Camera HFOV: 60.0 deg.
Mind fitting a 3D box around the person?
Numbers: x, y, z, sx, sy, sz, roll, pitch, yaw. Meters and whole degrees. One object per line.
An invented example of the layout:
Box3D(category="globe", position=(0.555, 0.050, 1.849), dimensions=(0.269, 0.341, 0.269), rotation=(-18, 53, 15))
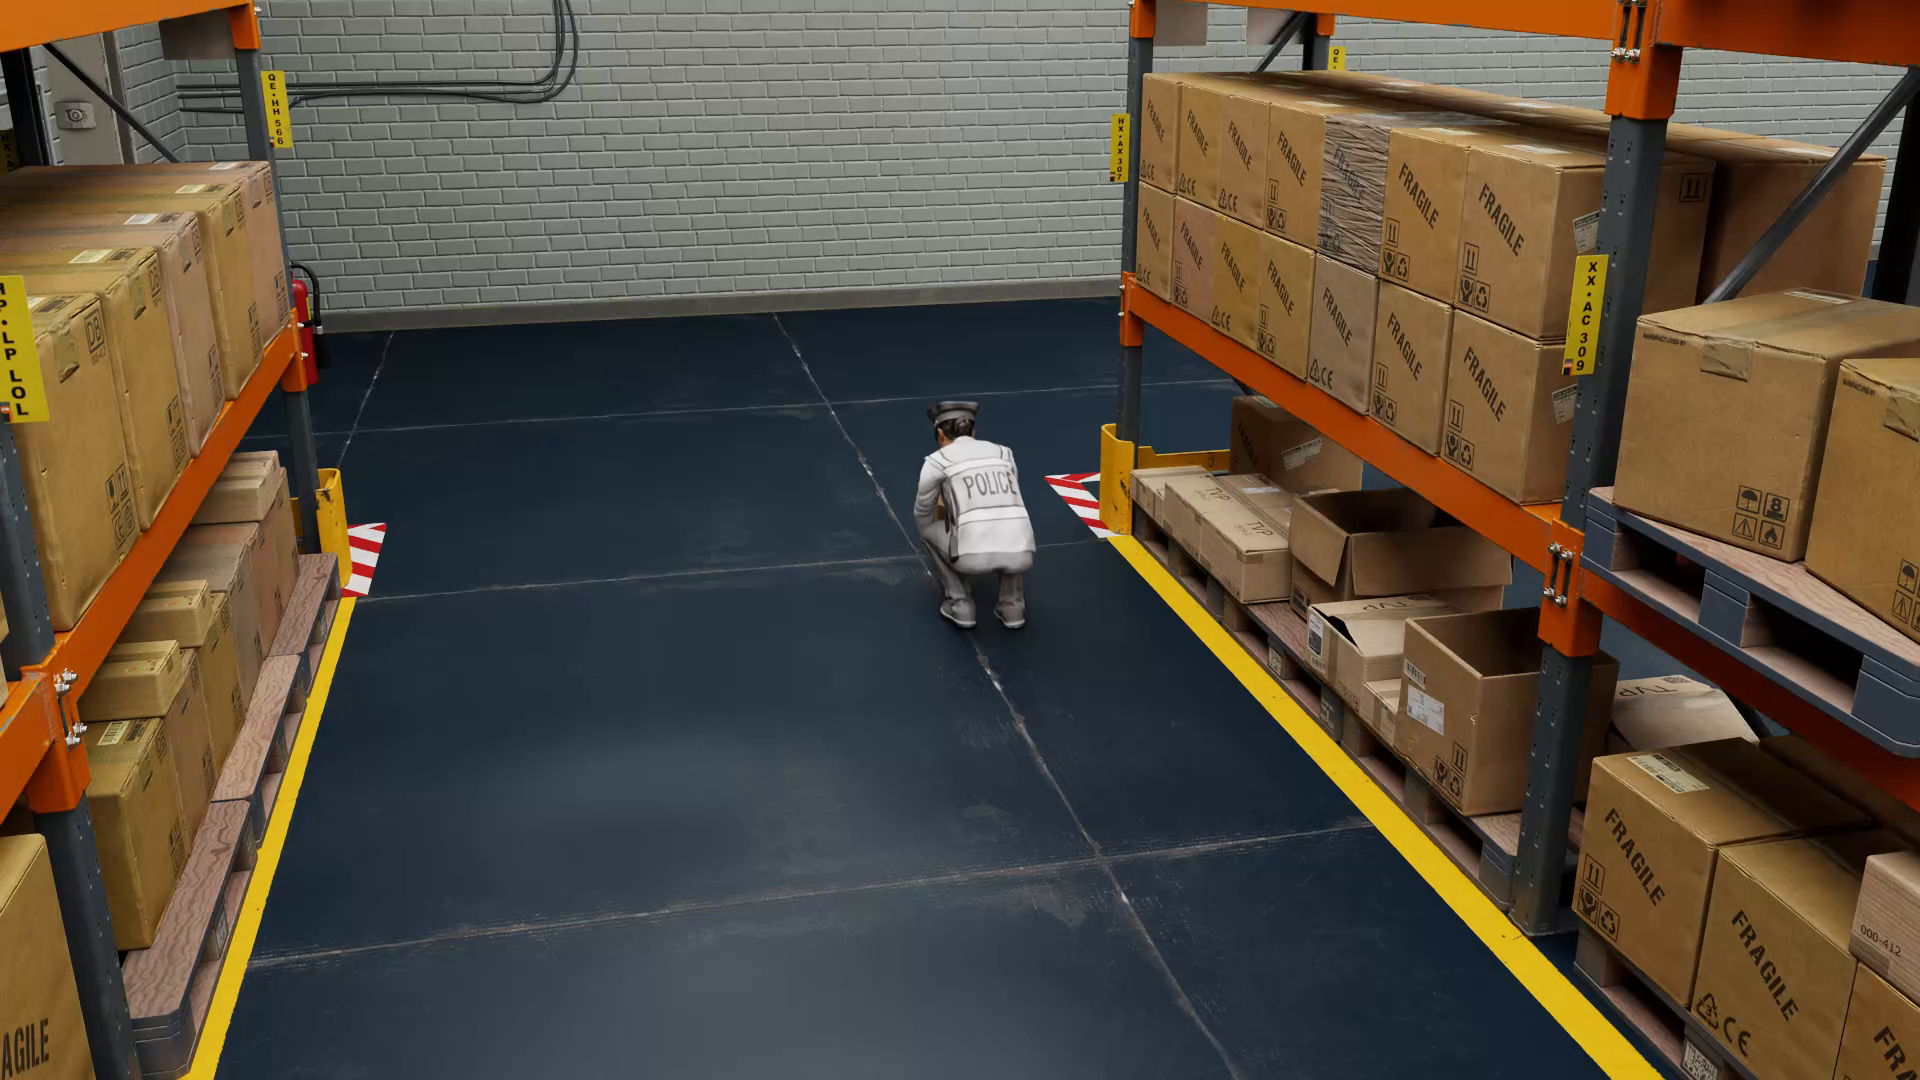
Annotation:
Box3D(category="person", position=(0.075, -0.123, 7.469), dimensions=(0.496, 0.965, 0.820), rotation=(-4, 20, -12))
